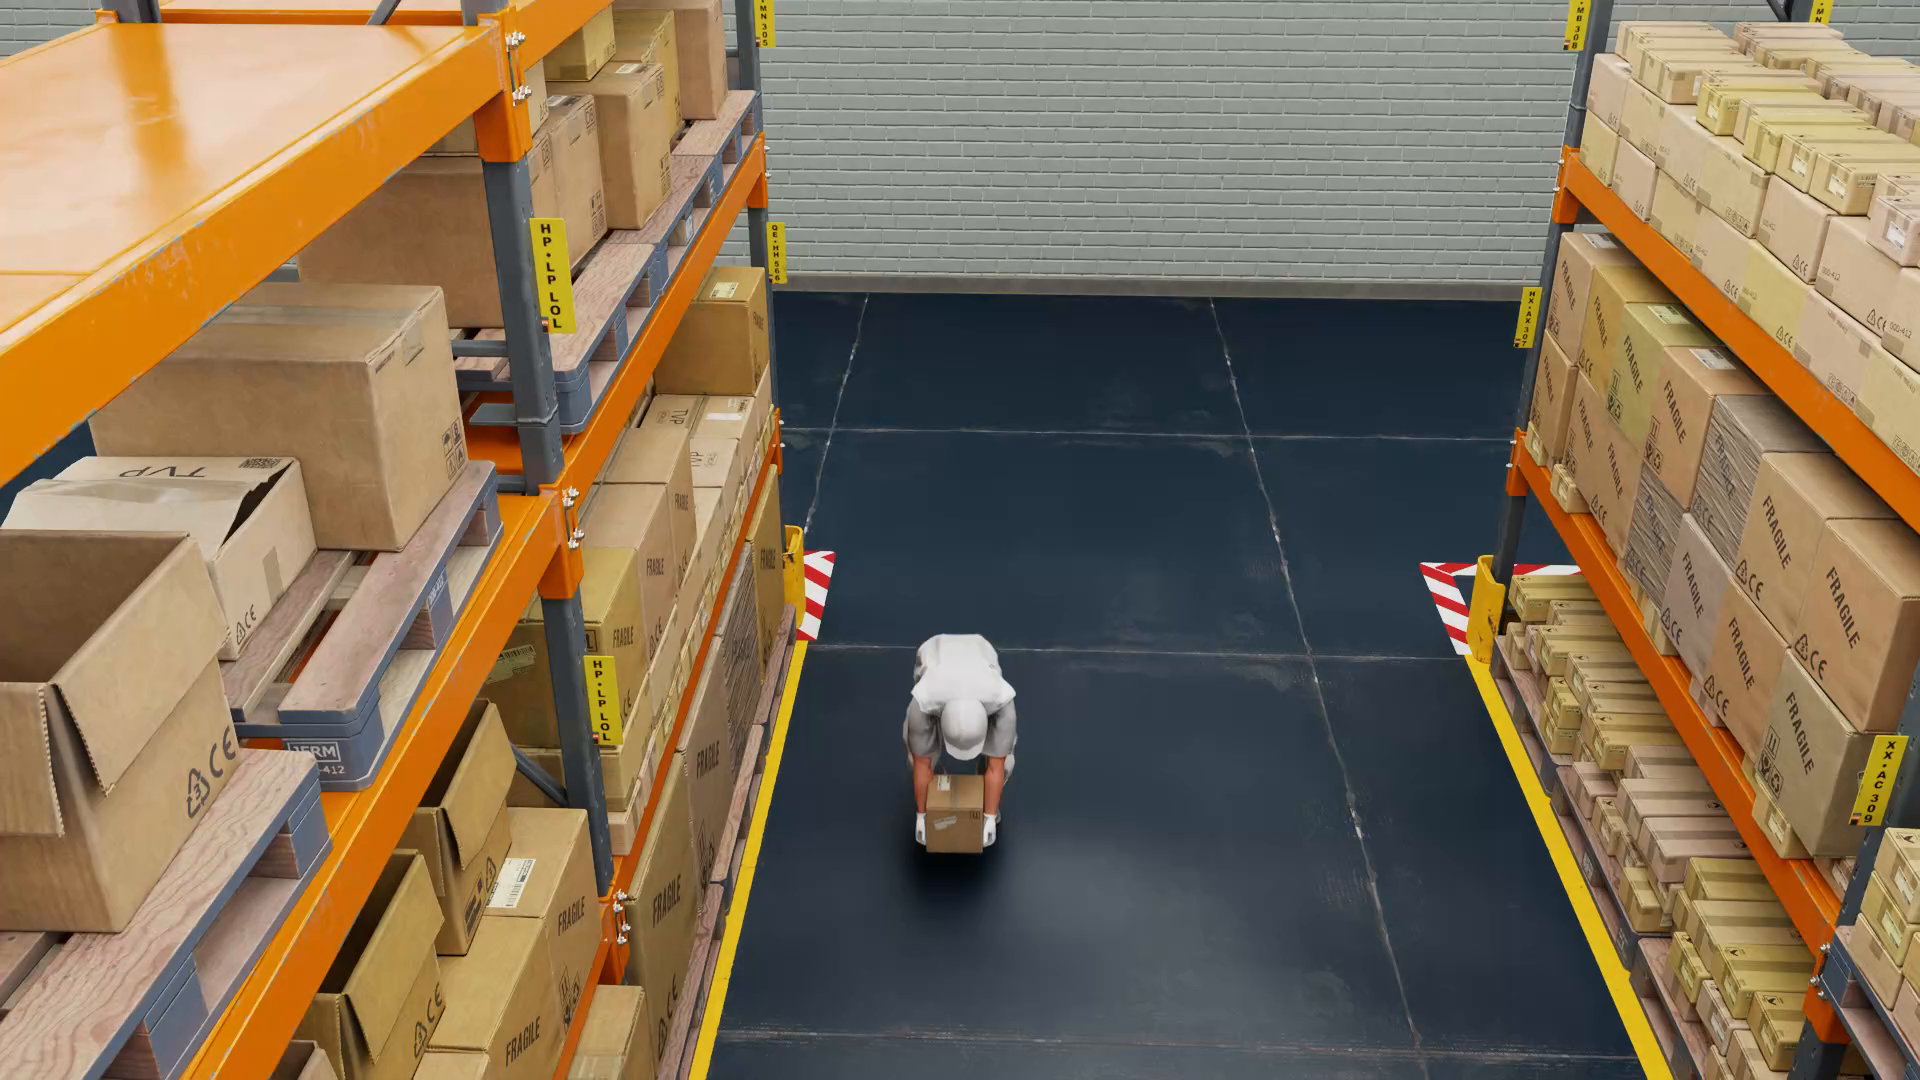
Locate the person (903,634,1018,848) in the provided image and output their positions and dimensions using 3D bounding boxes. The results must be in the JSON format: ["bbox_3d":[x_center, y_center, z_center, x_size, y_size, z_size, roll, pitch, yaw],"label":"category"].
[{"bbox_3d":[0.002,0.950,7.643,0.530,0.994,0.952,0,28,0],"label":"person"}]
